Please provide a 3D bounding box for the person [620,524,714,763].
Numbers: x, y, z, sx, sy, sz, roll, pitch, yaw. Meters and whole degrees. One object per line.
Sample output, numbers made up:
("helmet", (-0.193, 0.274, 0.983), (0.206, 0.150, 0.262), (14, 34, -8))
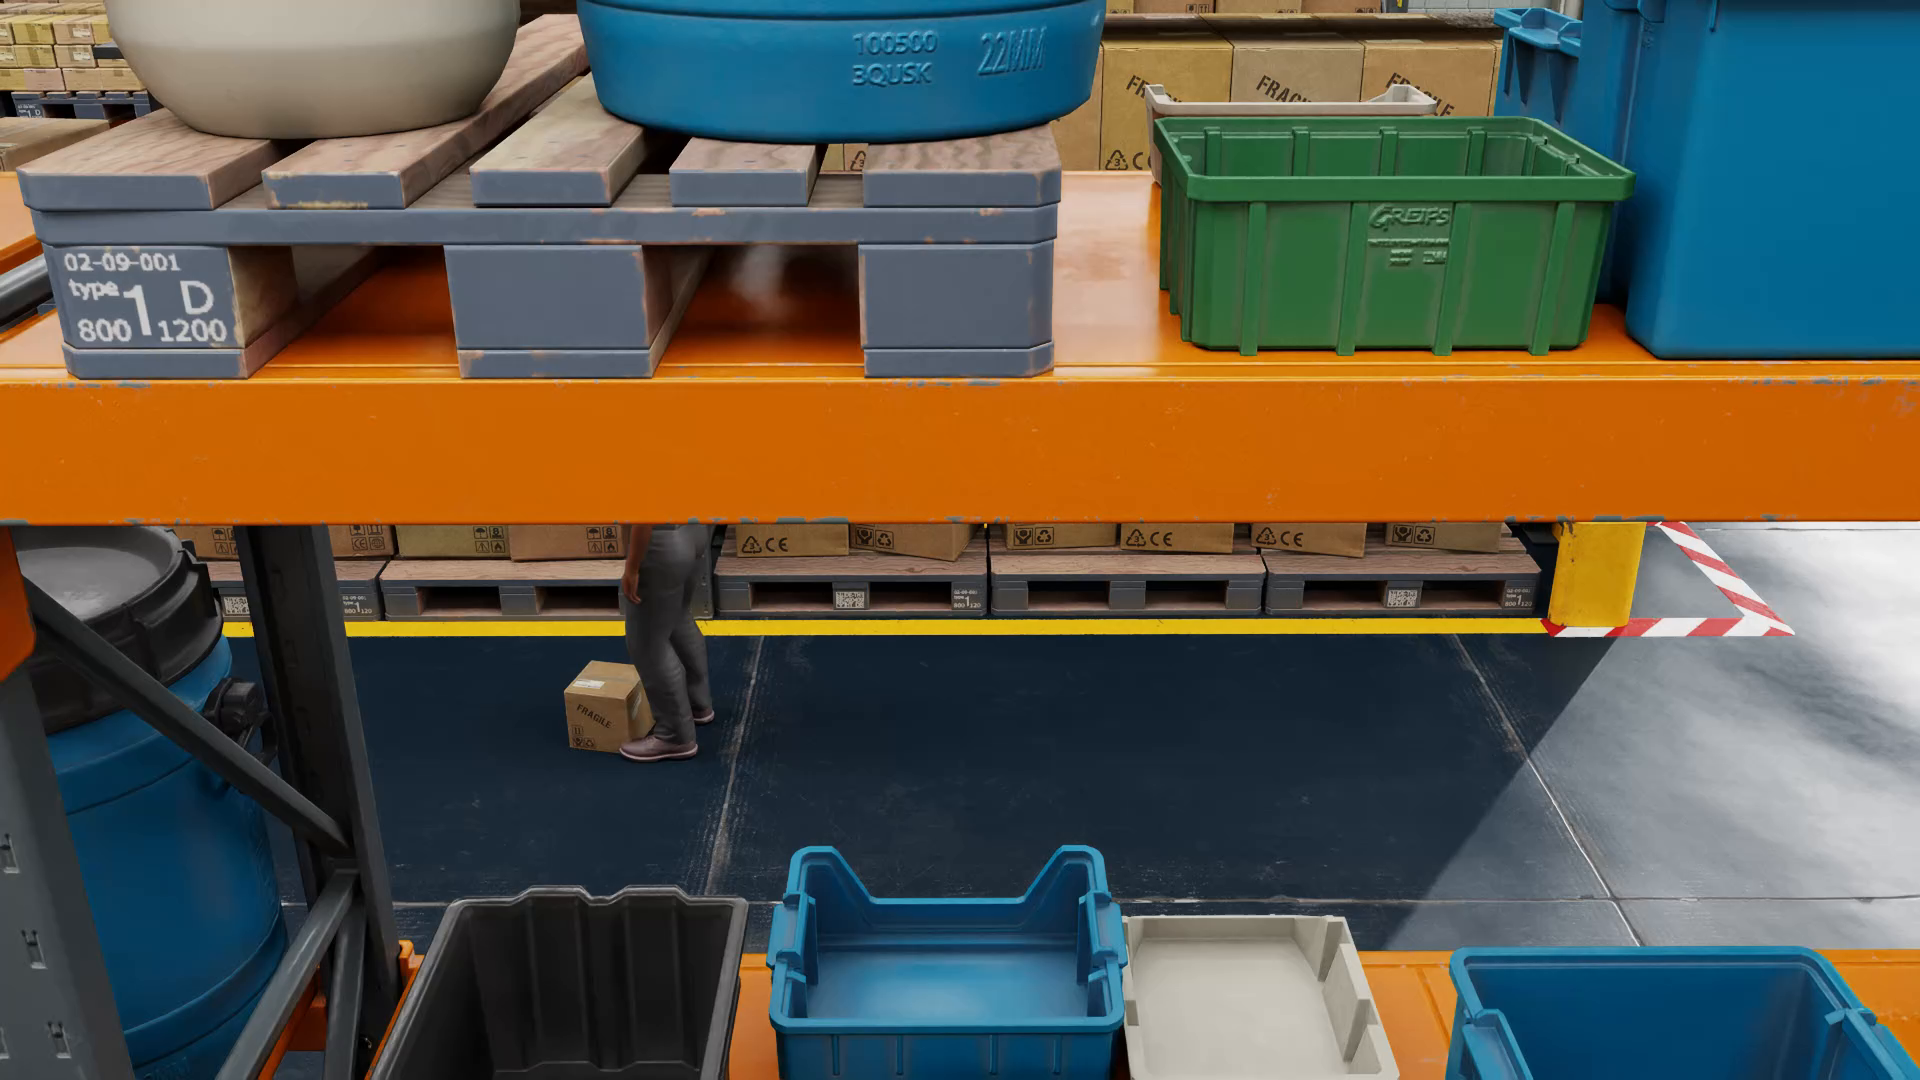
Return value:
("person", (-1.112, 0.015, 6.076), (0.353, 1.654, 0.518), (3, 24, 7))
